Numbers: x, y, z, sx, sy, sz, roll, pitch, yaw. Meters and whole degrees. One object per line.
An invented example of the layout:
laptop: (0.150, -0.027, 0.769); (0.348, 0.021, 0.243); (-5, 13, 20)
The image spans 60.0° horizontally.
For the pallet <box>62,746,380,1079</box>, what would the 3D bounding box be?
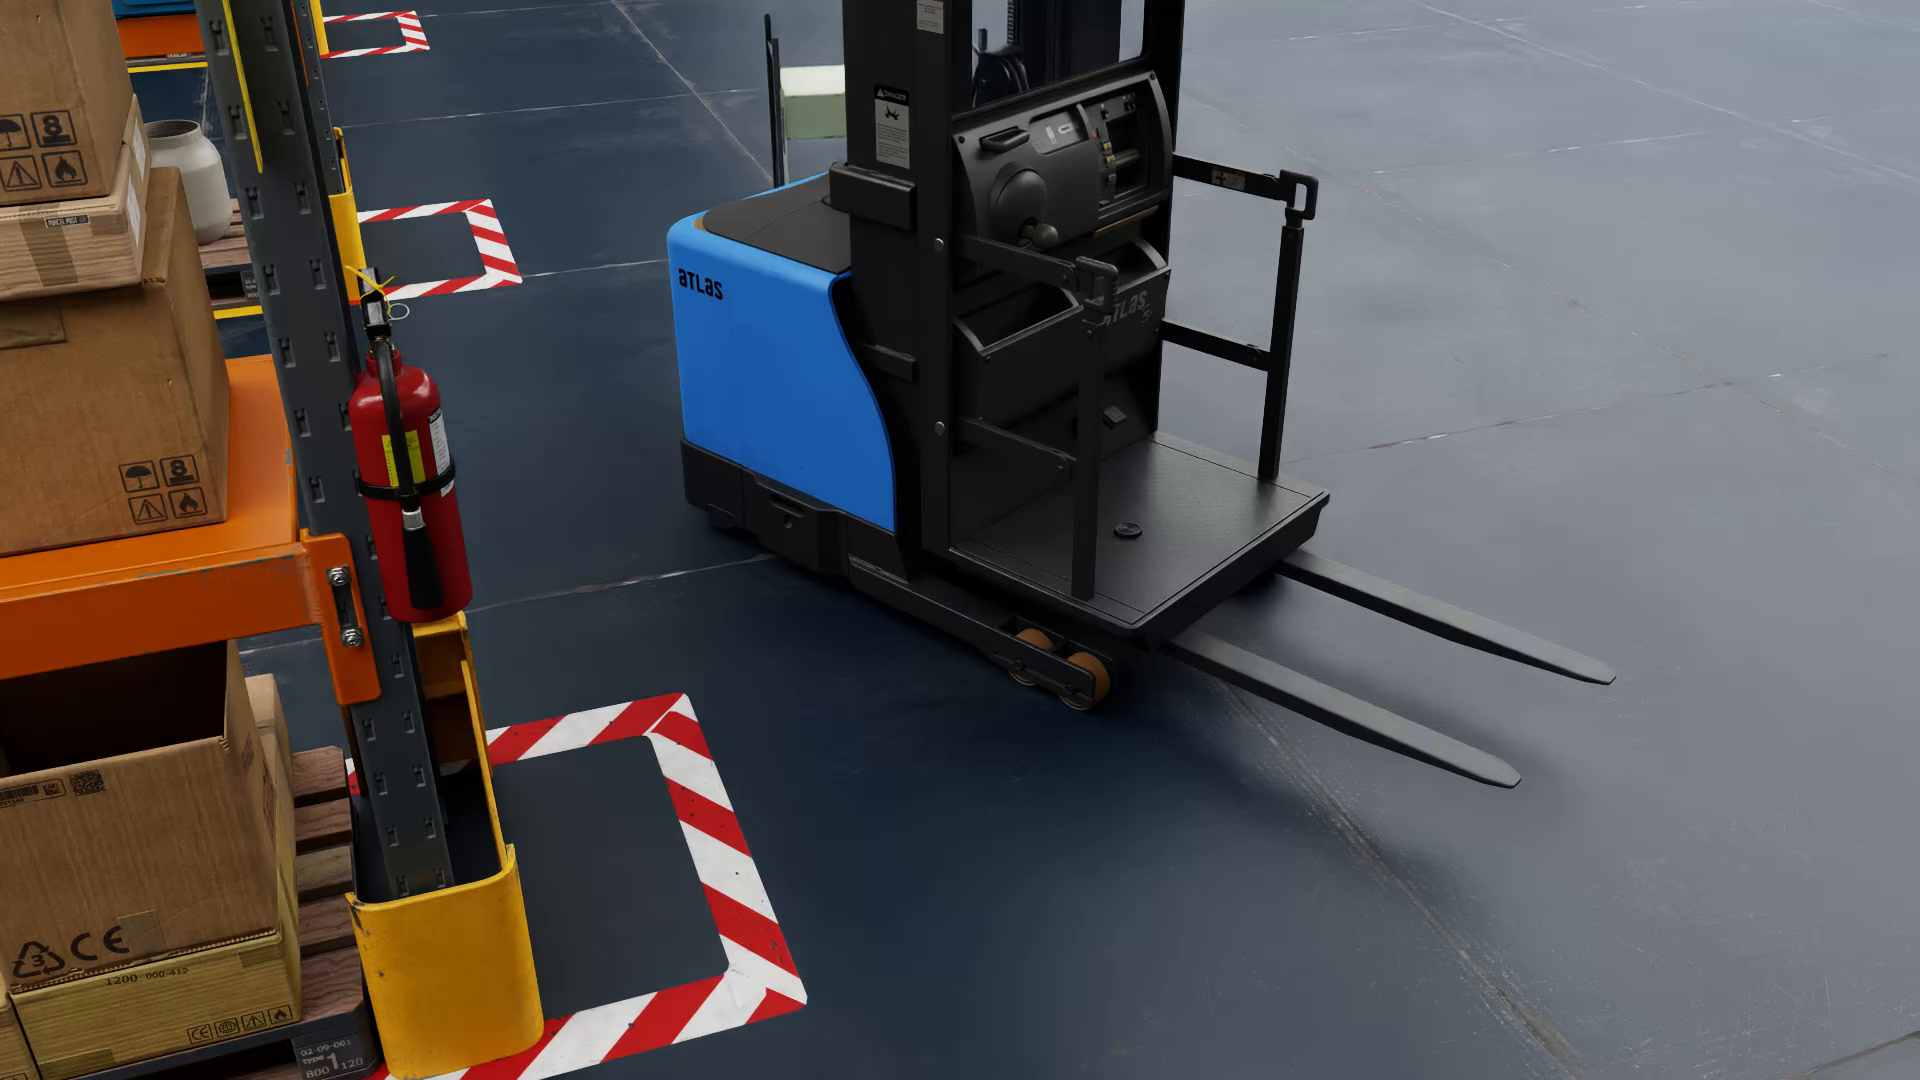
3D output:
pallet: (-2.018, 0.963, 3.846); (1.213, 0.211, 1.003); (-10, 31, -18)

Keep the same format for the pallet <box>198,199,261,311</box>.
pallet: (-3.858, -1.314, 7.843); (1.213, 0.211, 1.003); (-10, 31, -18)

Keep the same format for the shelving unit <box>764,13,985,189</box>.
shelving unit: (-0.316, -1.220, 6.375); (0.755, 1.500, 0.431); (-5, 30, -9)

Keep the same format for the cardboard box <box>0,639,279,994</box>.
cardboard box: (-1.715, 0.518, 3.407); (0.500, 0.500, 0.500); (-10, 31, -18)

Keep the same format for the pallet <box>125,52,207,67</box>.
pallet: (-5.612, -3.648, 11.939); (1.213, 0.211, 1.003); (-10, 31, -18)

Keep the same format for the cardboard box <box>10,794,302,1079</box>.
cardboard box: (-1.715, 0.842, 3.595); (0.500, 0.250, 0.500); (-10, 31, -18)

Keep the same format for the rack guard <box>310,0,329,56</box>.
rack guard: (-4.838, -3.897, 12.085); (0.348, 0.500, 1.175); (-10, 31, -18)

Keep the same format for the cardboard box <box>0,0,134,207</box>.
cardboard box: (-1.807, -0.923, 2.928); (0.500, 0.500, 0.700); (-10, 31, -17)

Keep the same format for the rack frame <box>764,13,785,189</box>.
rack frame: (-0.676, -1.188, 6.320); (0.023, 1.500, 0.400); (-5, 30, -9)

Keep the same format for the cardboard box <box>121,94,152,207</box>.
cardboard box: (-1.759, -0.757, 3.292); (0.250, 0.149, 0.380); (-11, 31, -18)

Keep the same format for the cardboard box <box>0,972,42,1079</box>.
cardboard box: (-2.180, 0.934, 3.433); (0.500, 0.250, 0.500); (-10, 31, -18)

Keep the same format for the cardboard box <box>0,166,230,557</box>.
cardboard box: (-1.758, -0.368, 3.265); (0.500, 0.500, 0.700); (-10, 31, -18)

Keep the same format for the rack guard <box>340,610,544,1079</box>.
rack guard: (-1.293, 0.682, 4.047); (0.348, 0.500, 1.175); (-10, 31, -18)

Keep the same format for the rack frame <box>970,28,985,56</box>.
rack frame: (0.044, -1.251, 6.430); (0.023, 1.500, 0.400); (-5, 30, -9)

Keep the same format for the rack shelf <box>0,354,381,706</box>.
rack shelf: (-3.190, 0.258, 2.993); (4.000, 0.370, 1.077); (-10, 31, -18)

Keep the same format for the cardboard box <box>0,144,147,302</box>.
cardboard box: (-1.607, -0.570, 2.965); (0.250, 0.149, 0.380); (-11, 31, -18)

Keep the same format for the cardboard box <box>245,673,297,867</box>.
cardboard box: (-1.896, 0.602, 4.016); (0.500, 0.250, 0.500); (-10, 31, -18)

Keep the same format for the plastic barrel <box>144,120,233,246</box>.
plastic barrel: (-3.630, -1.651, 7.706); (0.421, 0.512, 0.421); (0, 30, 0)

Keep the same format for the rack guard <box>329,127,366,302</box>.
rack guard: (-3.094, -1.577, 8.013); (0.348, 0.500, 1.175); (-10, 31, -18)

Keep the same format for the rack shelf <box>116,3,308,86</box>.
rack shelf: (-4.914, -2.040, 7.028); (4.000, 0.370, 1.077); (-10, 31, -18)

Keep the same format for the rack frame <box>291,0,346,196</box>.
rack frame: (-3.040, -2.698, 7.456); (0.127, 3.000, 1.000); (-10, 31, -18)

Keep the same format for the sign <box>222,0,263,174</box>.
sign: (-1.140, -0.751, 2.630); (0.005, 0.325, 0.100); (-10, 31, -18)

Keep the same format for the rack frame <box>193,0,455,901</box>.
rack frame: (-1.316, -0.400, 3.421); (0.127, 3.000, 1.000); (-10, 31, -18)

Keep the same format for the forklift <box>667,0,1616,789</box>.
forklift: (0.473, -1.070, 4.667); (3.031, 2.935, 1.130); (23, 37, 35)

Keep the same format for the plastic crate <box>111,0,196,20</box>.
plastic crate: (-3.404, -2.408, 7.097); (0.616, 0.251, 0.499); (-10, 31, -18)

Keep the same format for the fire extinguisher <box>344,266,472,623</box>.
fire extinguisher: (-1.043, -0.171, 3.098); (0.183, 0.674, 0.296); (-10, 31, -18)

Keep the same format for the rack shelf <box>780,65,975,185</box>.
rack shelf: (-0.316, -1.559, 6.182); (0.720, 0.370, 0.431); (-5, 30, -9)
